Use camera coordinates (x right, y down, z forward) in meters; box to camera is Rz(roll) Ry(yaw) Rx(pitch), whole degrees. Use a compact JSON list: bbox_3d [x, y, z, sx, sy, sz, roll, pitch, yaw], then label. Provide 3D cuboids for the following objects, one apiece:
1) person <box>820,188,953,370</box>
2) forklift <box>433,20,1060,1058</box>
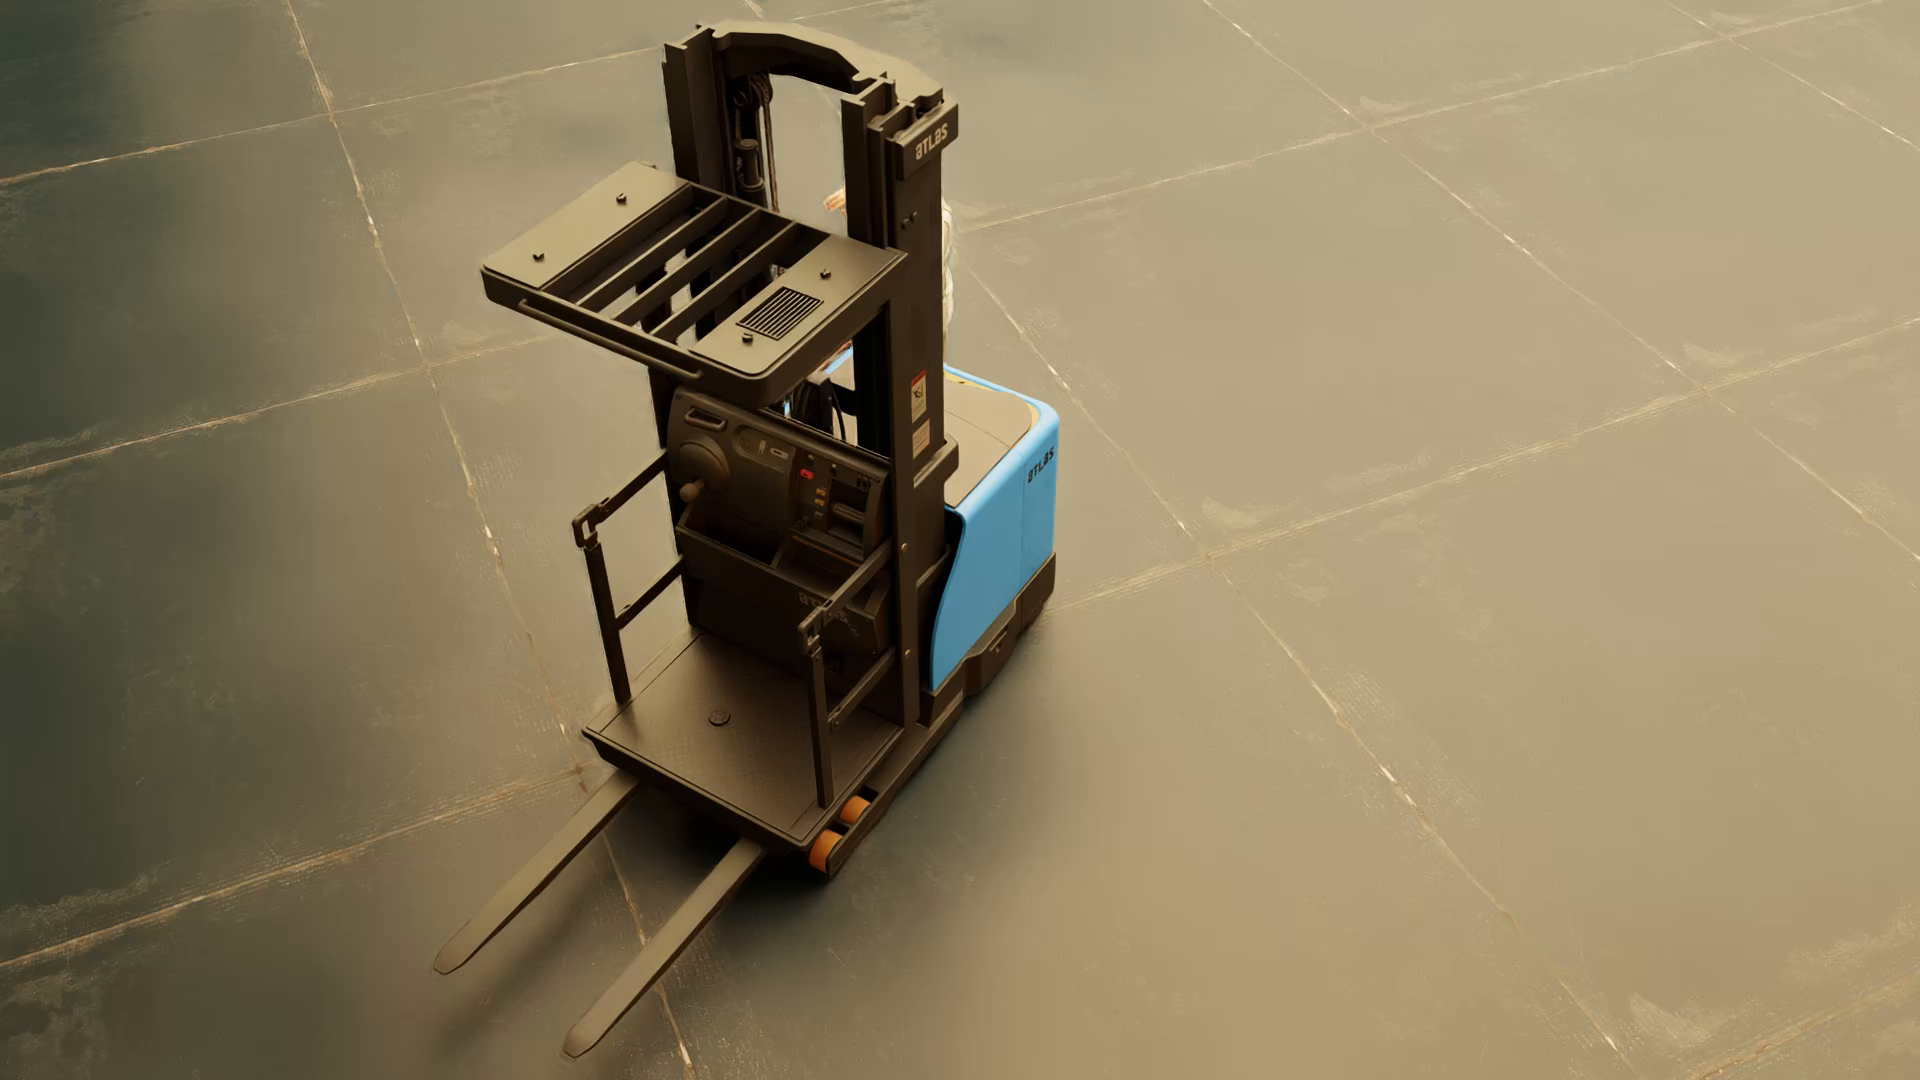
[{"bbox_3d":[-0.490,-1.073,7.927,0.984,1.474,0.956,-25,48,-24],"label":"person"},{"bbox_3d":[-0.782,-0.152,5.843,1.130,2.935,3.031,23,48,23],"label":"forklift"}]
